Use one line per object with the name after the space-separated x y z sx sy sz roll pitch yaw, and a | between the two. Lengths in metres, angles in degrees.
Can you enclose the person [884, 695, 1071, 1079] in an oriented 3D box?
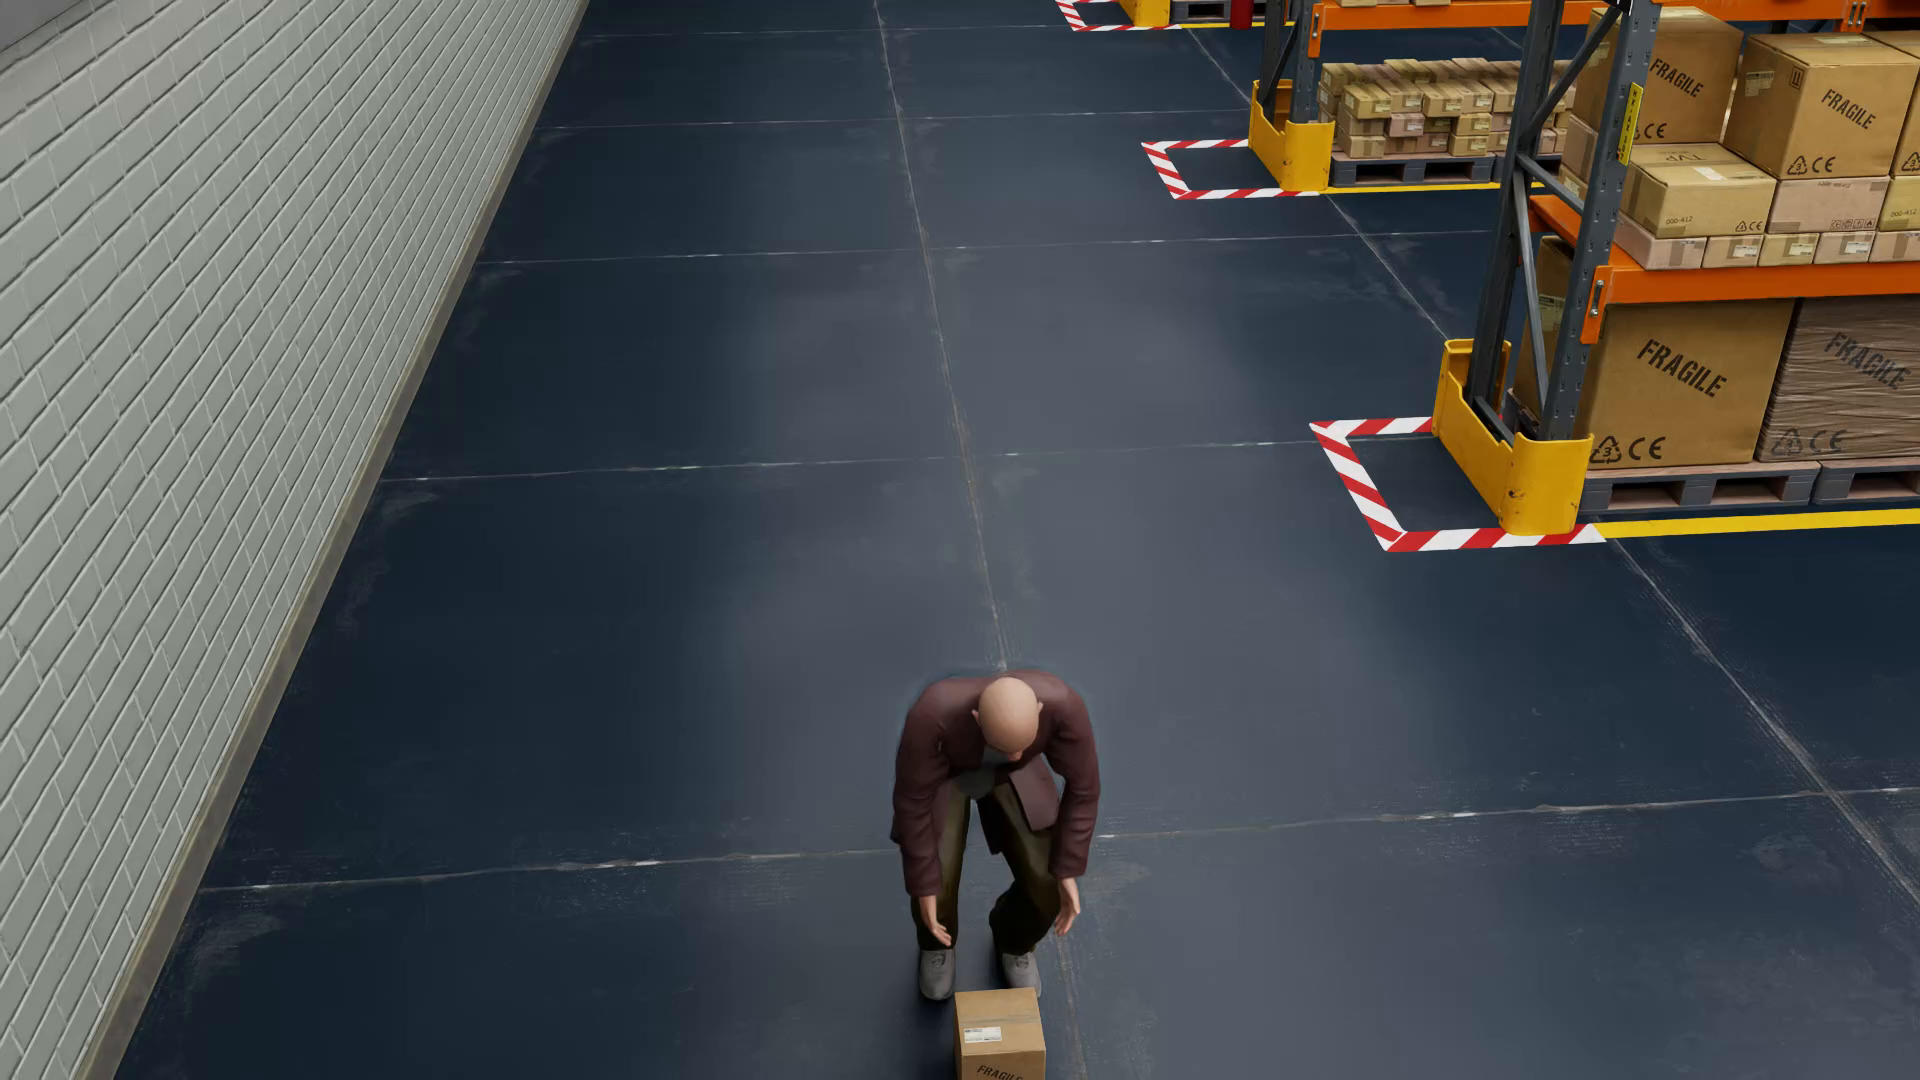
0.073 1.058 5.126 0.583 0.997 0.942 -4 31 -7 | person
